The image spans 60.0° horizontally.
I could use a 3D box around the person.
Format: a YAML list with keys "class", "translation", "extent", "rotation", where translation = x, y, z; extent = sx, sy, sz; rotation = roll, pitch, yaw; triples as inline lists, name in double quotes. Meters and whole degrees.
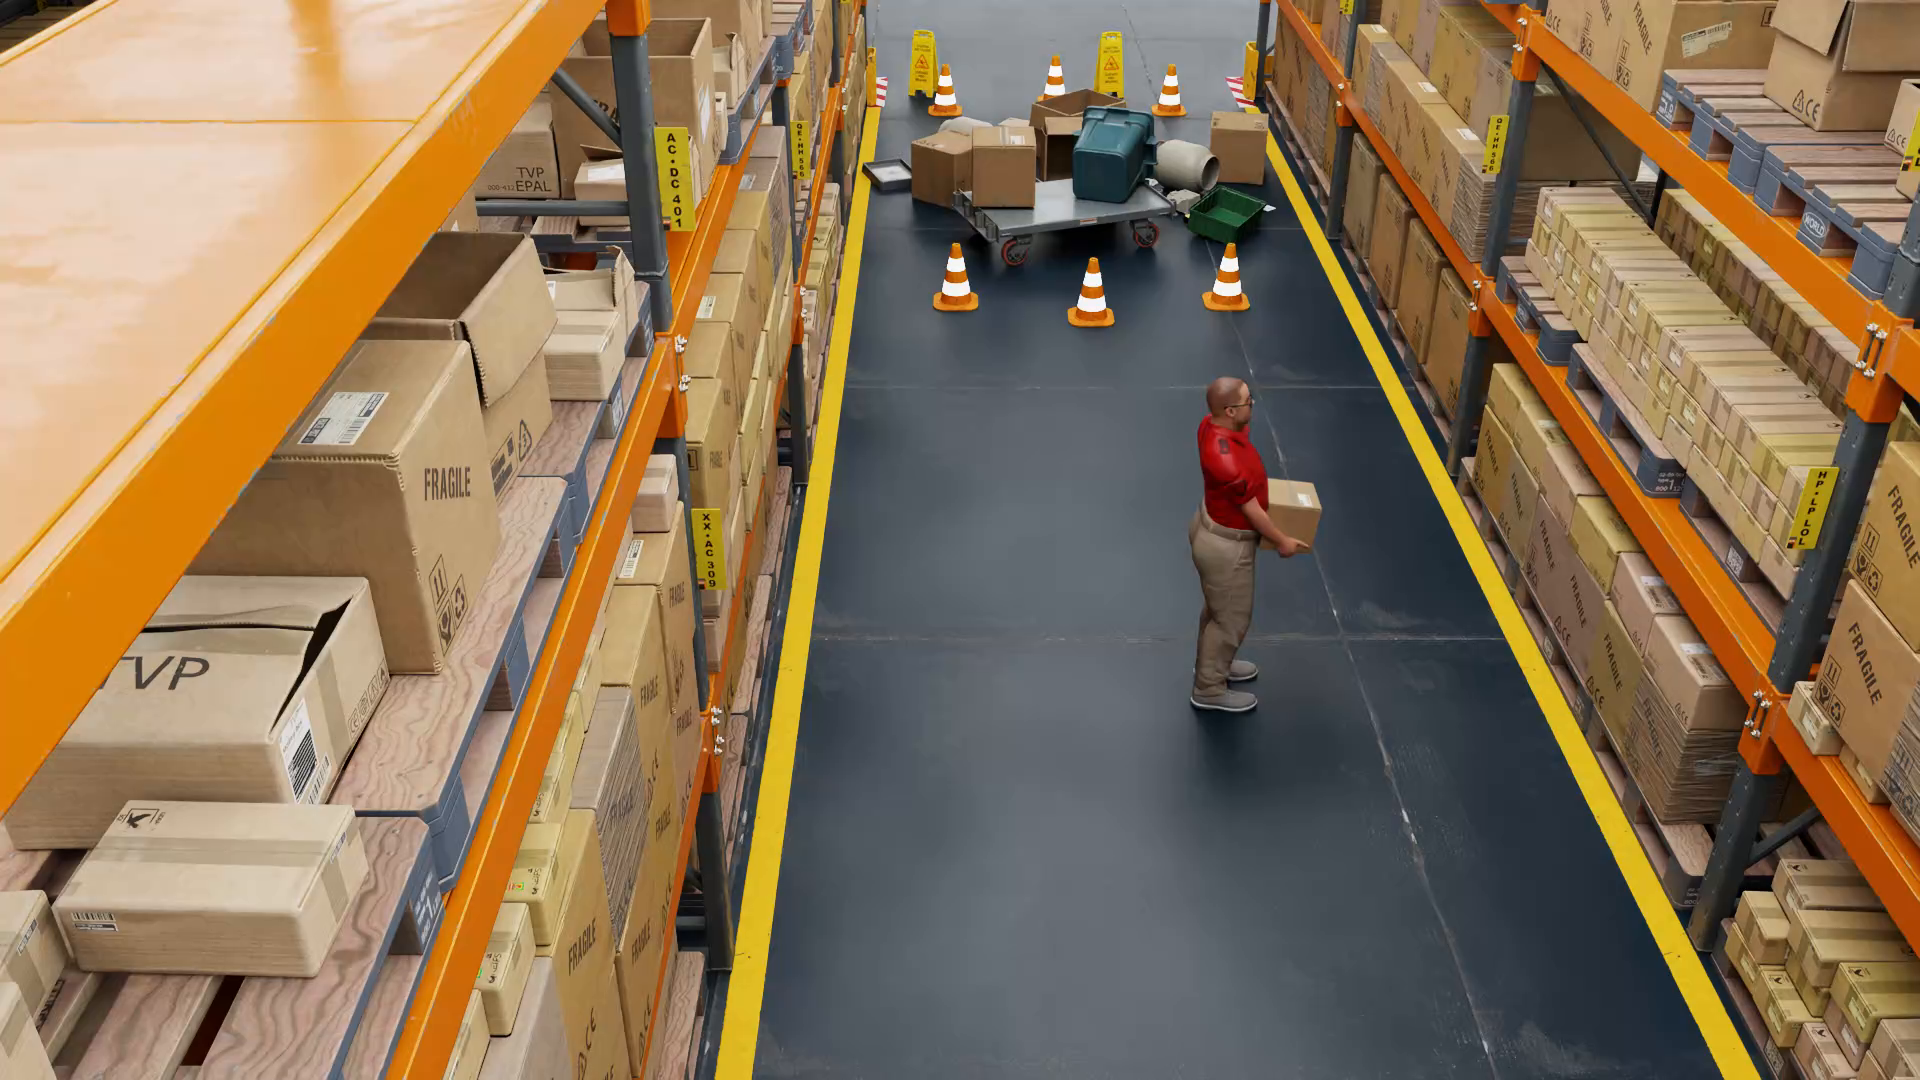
- class: "person"
  translation: [1.367, 0.009, 7.953]
  extent: [0.538, 1.718, 0.494]
  rotation: [0, 31, 1]
